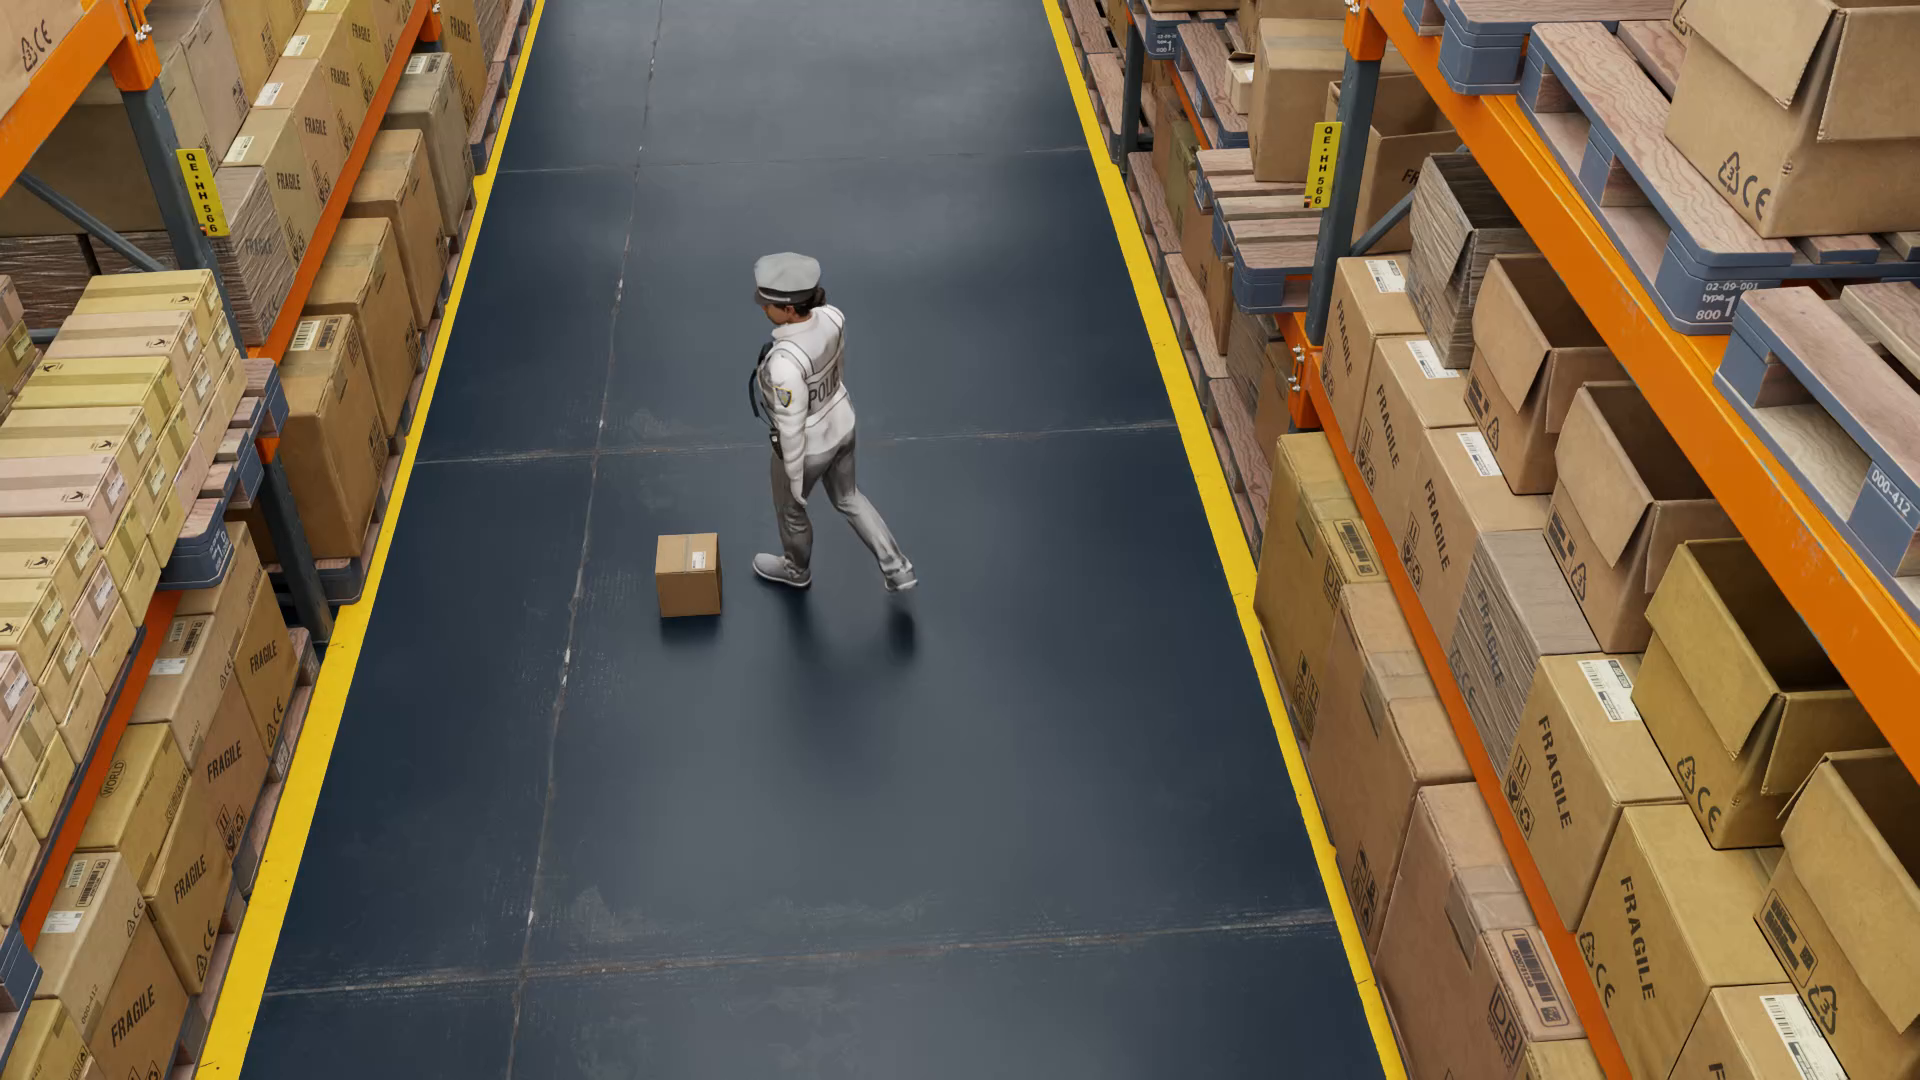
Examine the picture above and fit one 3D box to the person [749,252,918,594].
[{"bbox_3d":[-0.545,-0.397,6.629,0.824,1.643,0.542,20,44,23],"label":"person"}]
